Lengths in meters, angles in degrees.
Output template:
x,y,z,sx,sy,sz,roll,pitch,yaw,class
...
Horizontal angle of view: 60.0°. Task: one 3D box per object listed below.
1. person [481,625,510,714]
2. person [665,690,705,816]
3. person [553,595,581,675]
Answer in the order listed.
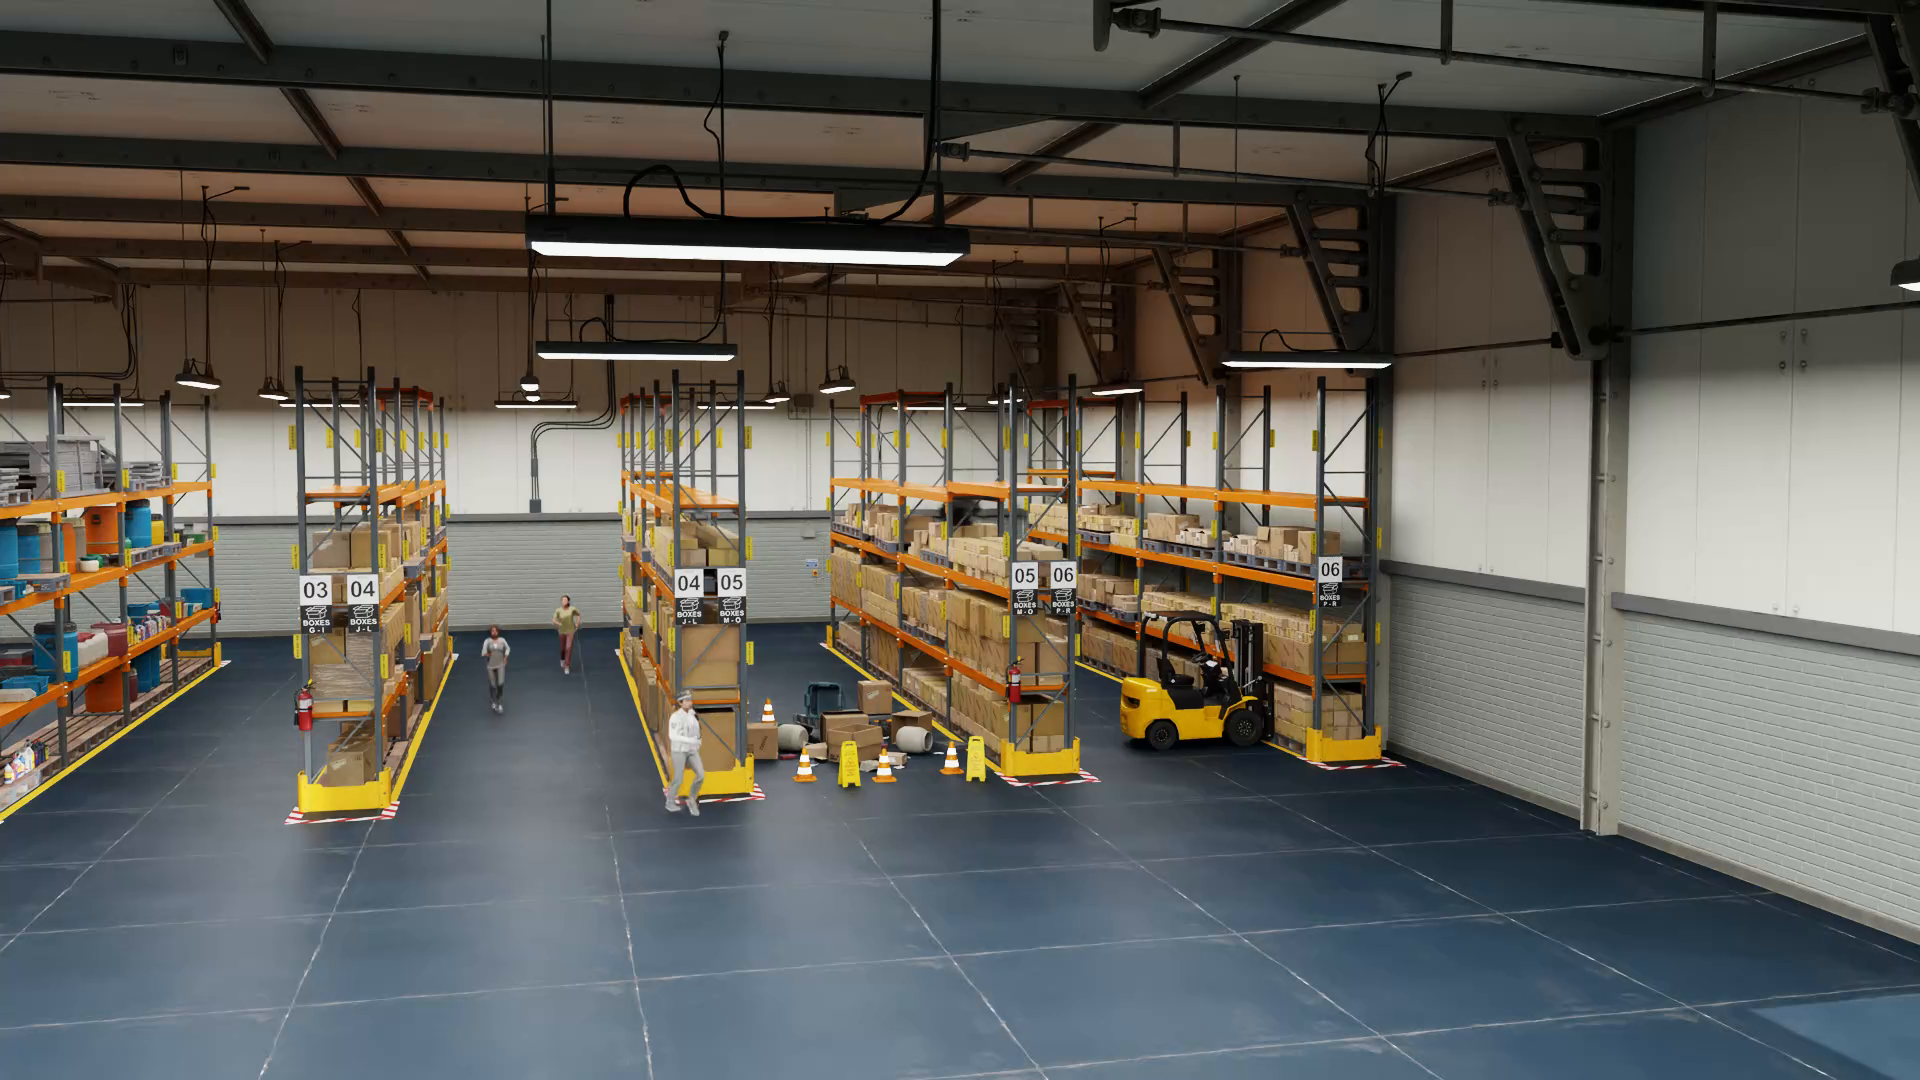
x,y,z,sx,sy,sz,roll,pitch,yaw,class
-8.534,2.381,30.573,0.514,1.631,0.653,-1,4,-16,person
-3.640,2.852,22.166,0.697,1.742,0.635,3,4,39,person
-8.513,2.026,36.003,0.585,1.674,0.947,0,3,-8,person
